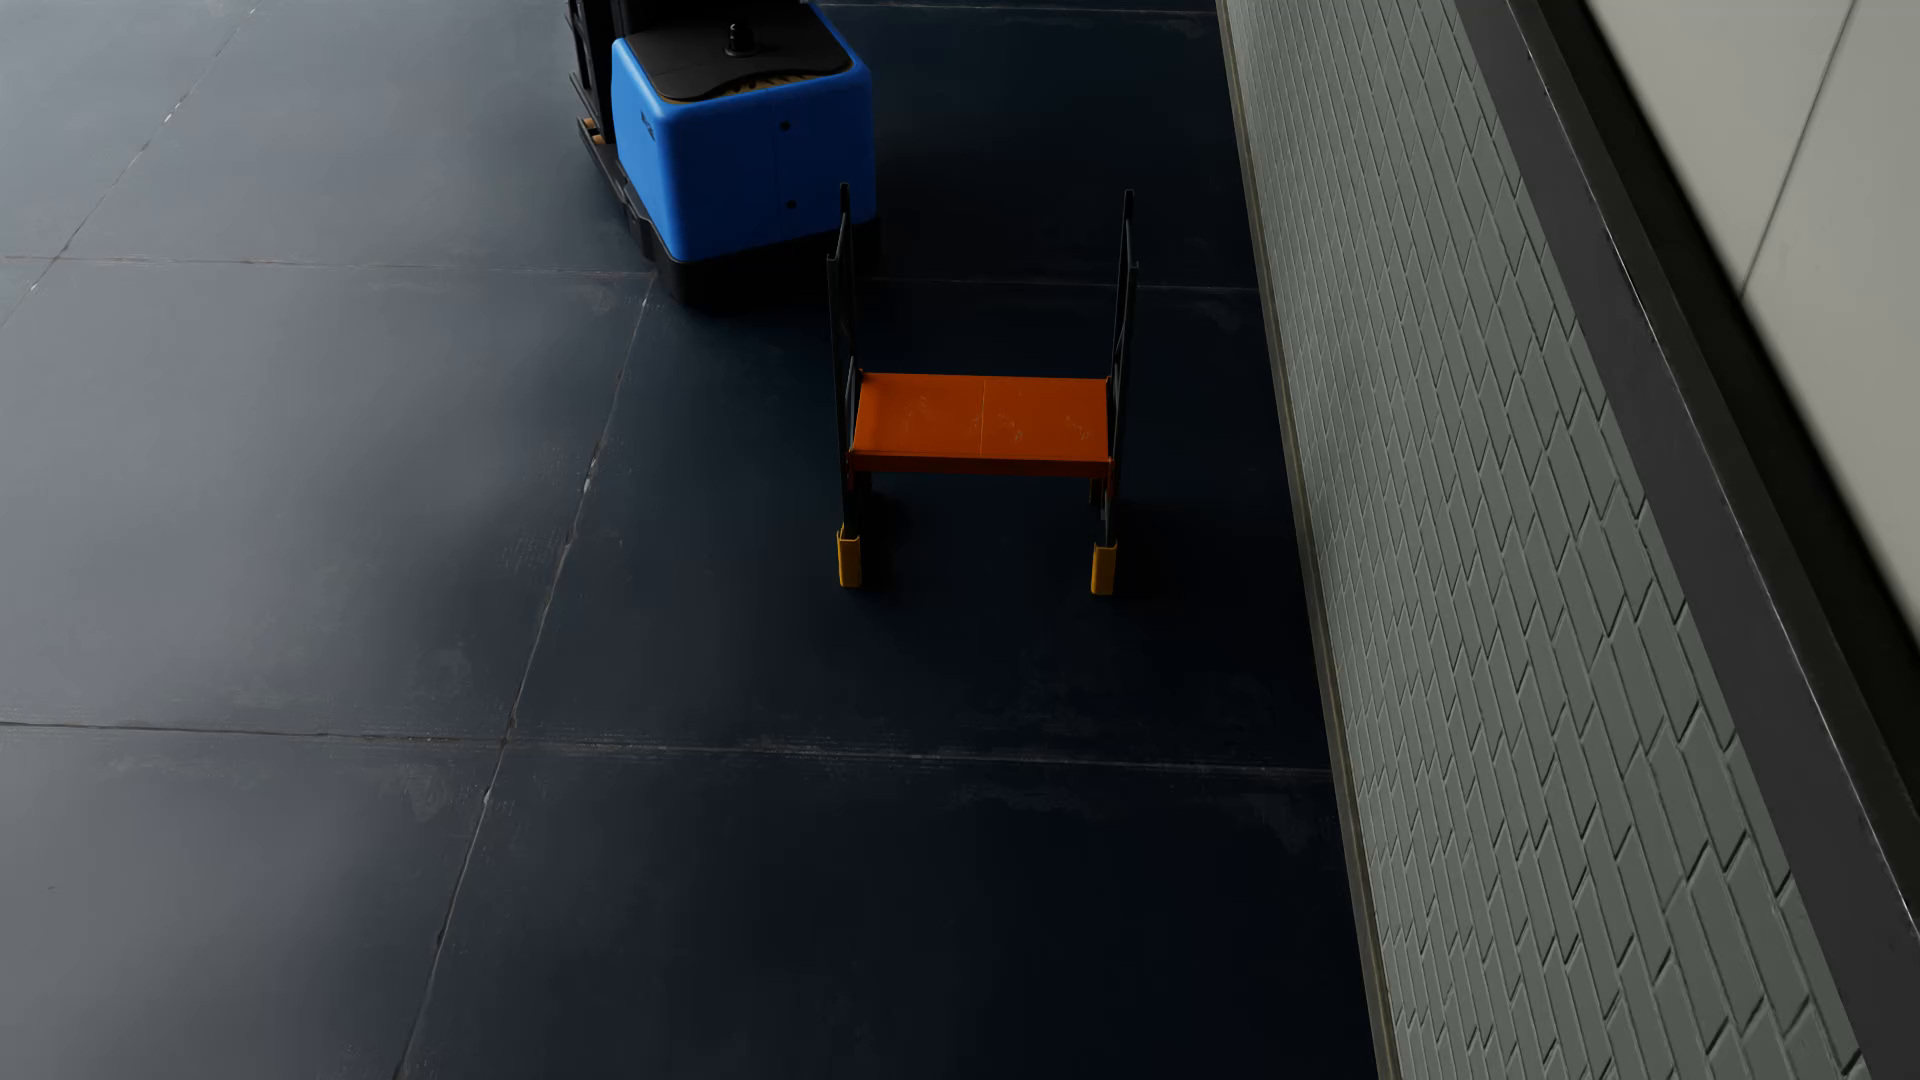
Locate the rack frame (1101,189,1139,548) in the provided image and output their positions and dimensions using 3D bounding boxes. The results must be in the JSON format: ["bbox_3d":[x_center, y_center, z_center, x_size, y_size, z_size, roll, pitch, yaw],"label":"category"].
[{"bbox_3d":[0.593,-0.531,6.255,0.032,1.500,0.500,2,43,2],"label":"rack frame"}]

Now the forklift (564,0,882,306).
[{"bbox_3d":[-1.430,-3.191,8.061,1.130,2.935,3.031,-16,45,-17],"label":"forklift"}]

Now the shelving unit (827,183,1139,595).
[{"bbox_3d":[0.076,-0.546,6.272,1.083,1.500,0.587,2,43,2],"label":"shelving unit"}]

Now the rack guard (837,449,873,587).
[{"bbox_3d":[-0.421,-0.104,6.714,0.087,0.250,0.587,2,43,2],"label":"rack guard"}]

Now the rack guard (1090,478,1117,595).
[{"bbox_3d":[0.574,-0.074,6.681,0.087,0.250,0.587,2,43,2],"label":"rack guard"}]

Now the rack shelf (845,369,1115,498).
[{"bbox_3d":[0.085,-0.415,6.394,1.000,0.185,0.538,2,43,2],"label":"rack shelf"}]

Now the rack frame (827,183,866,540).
[{"bbox_3d":[-0.423,-0.562,6.288,0.032,1.500,0.500,2,43,2],"label":"rack frame"}]
